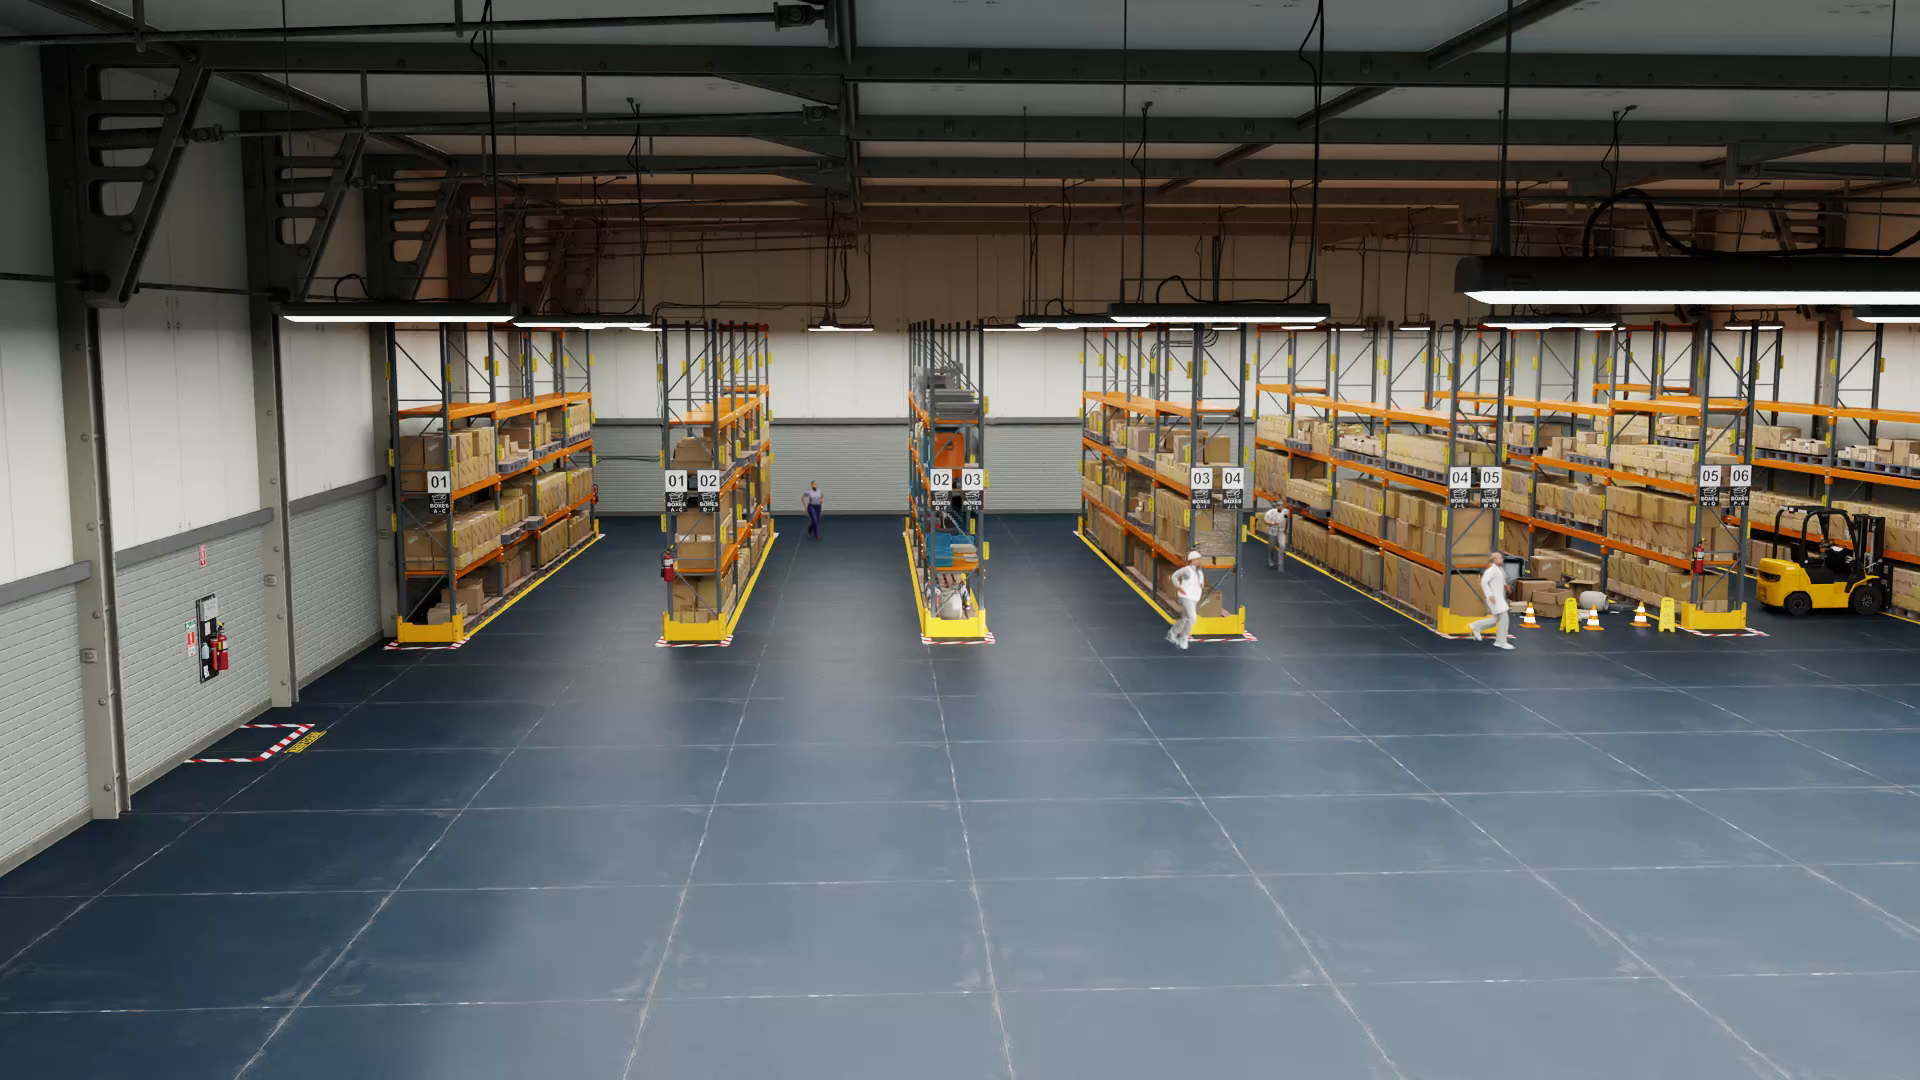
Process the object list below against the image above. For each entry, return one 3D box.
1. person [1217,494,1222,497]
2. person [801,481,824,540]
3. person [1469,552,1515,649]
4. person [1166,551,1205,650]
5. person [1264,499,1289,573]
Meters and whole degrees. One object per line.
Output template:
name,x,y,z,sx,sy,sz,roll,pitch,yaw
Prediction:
person,7.534,-1.023,47.998,0.581,1.677,0.575,2,7,19
person,-4.102,-0.857,46.813,0.646,1.641,0.828,-5,8,-33
person,9.822,1.107,30.523,0.771,1.782,0.749,3,8,26
person,4.177,1.103,30.613,0.686,1.814,0.697,6,10,42
person,7.709,-0.131,40.565,0.658,1.795,1.015,0,7,0
